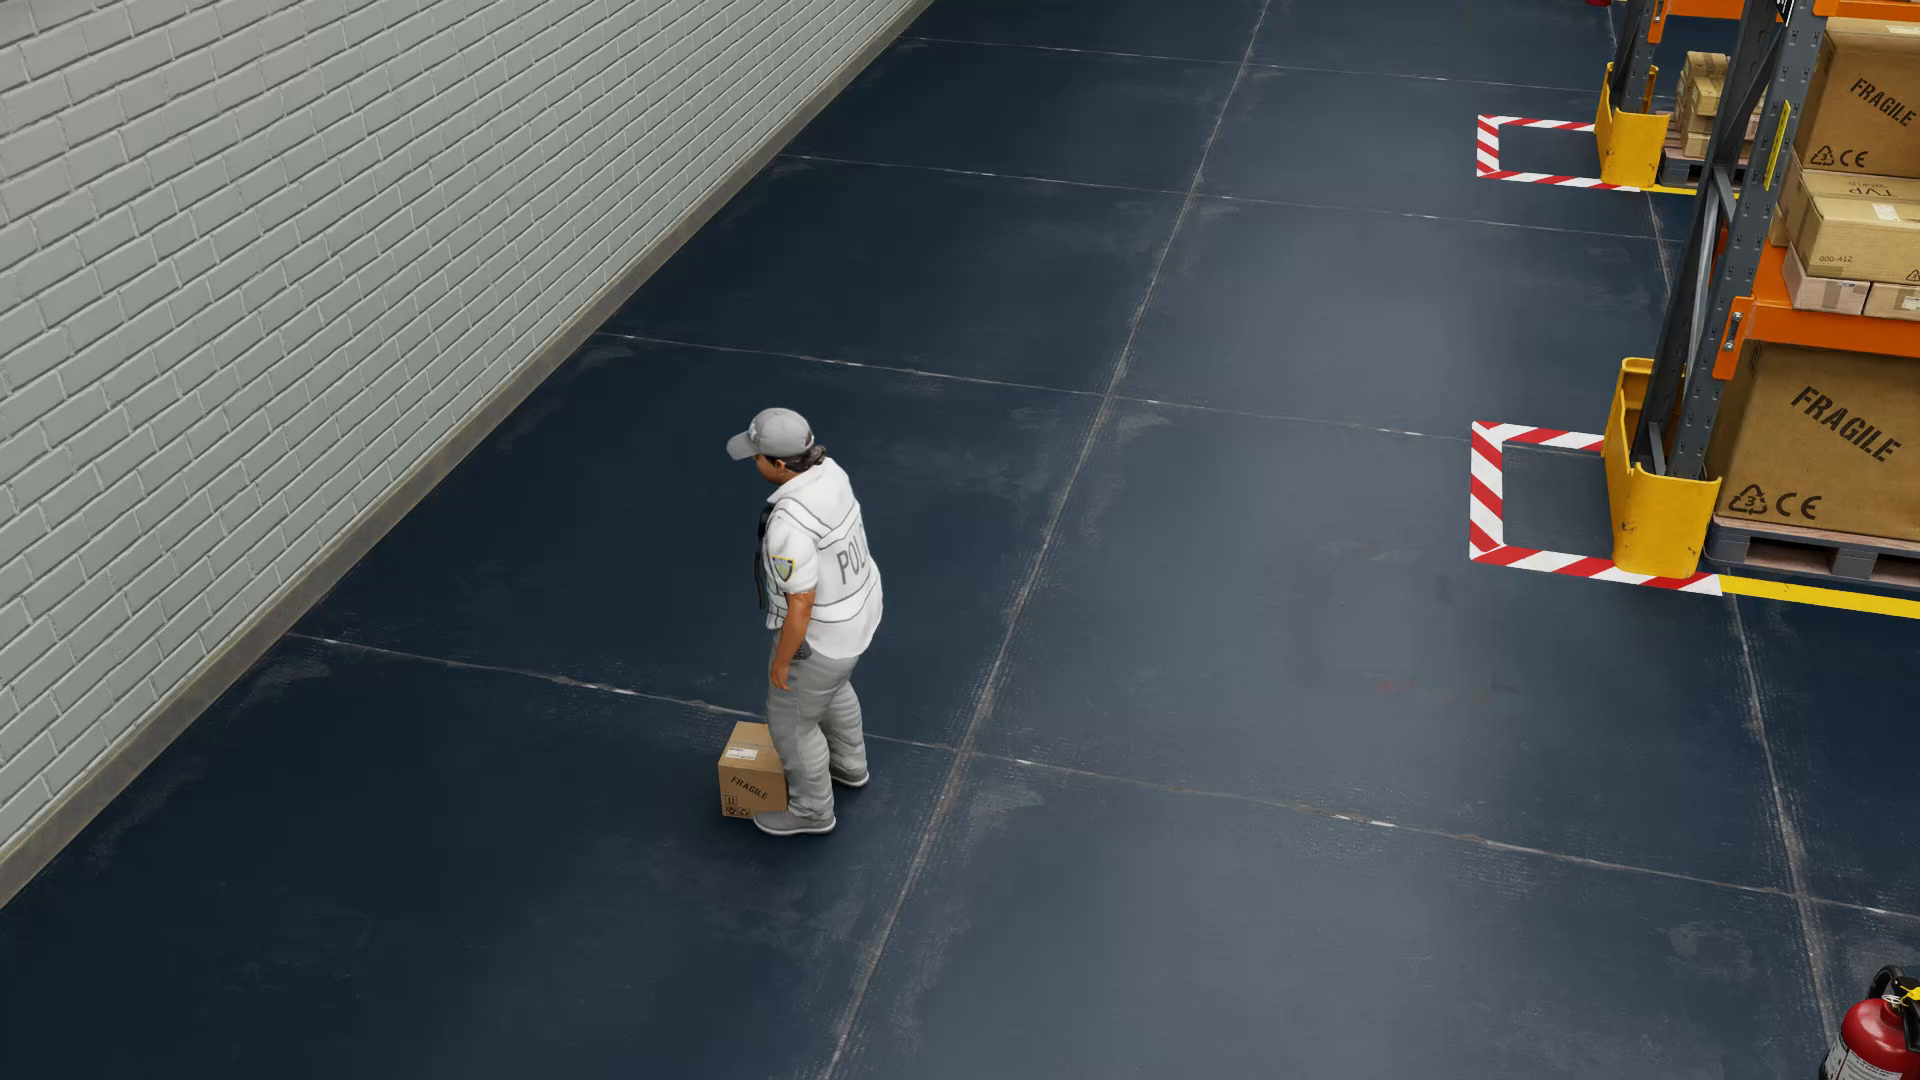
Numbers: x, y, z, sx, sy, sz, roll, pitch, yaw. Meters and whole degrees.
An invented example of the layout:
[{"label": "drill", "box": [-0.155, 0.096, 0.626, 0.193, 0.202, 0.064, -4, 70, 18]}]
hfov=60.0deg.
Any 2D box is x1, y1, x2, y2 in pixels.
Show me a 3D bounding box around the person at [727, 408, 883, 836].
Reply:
[{"label": "person", "box": [-0.511, 0.287, 5.690, 0.465, 1.666, 0.538, 8, 34, 13]}]
